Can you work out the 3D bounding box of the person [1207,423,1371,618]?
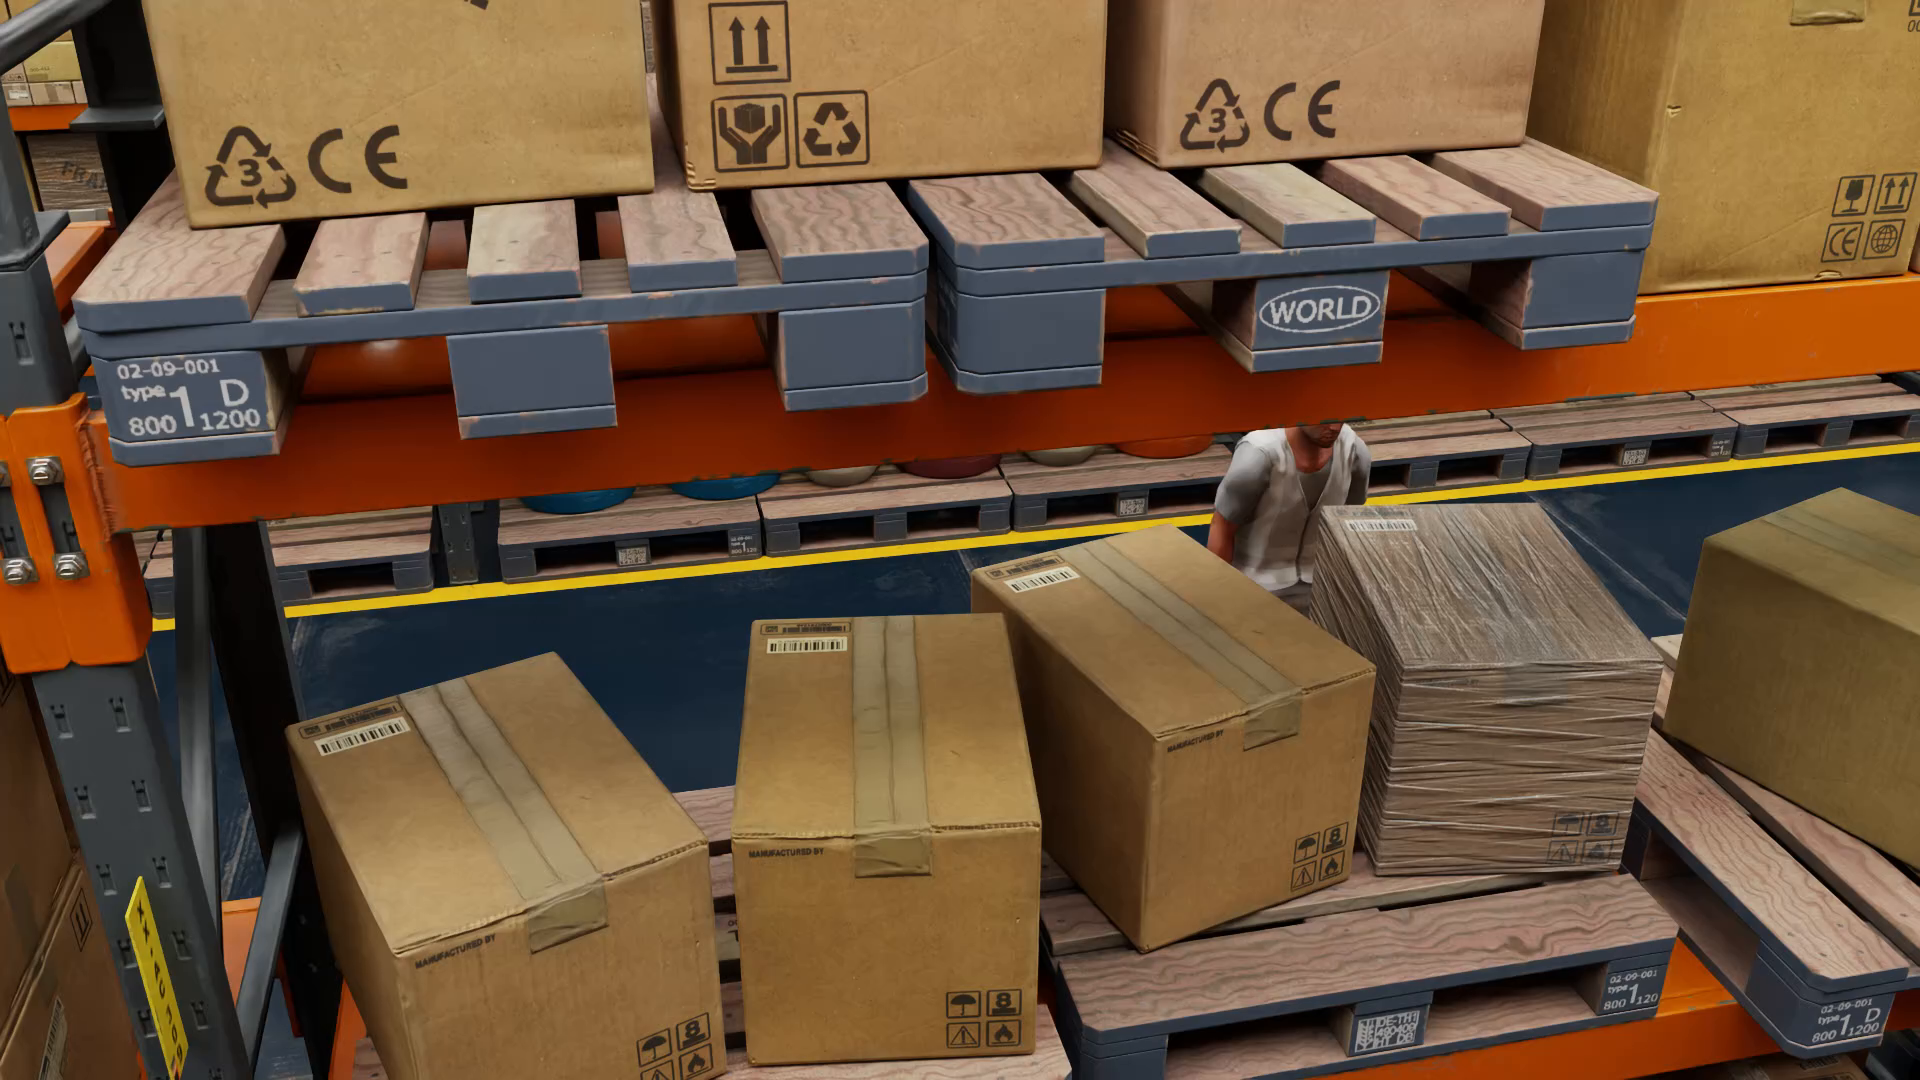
[{"bbox_3d":[1.122,0.193,5.713,0.616,1.778,0.453,-8,27,-15],"label":"person"}]
